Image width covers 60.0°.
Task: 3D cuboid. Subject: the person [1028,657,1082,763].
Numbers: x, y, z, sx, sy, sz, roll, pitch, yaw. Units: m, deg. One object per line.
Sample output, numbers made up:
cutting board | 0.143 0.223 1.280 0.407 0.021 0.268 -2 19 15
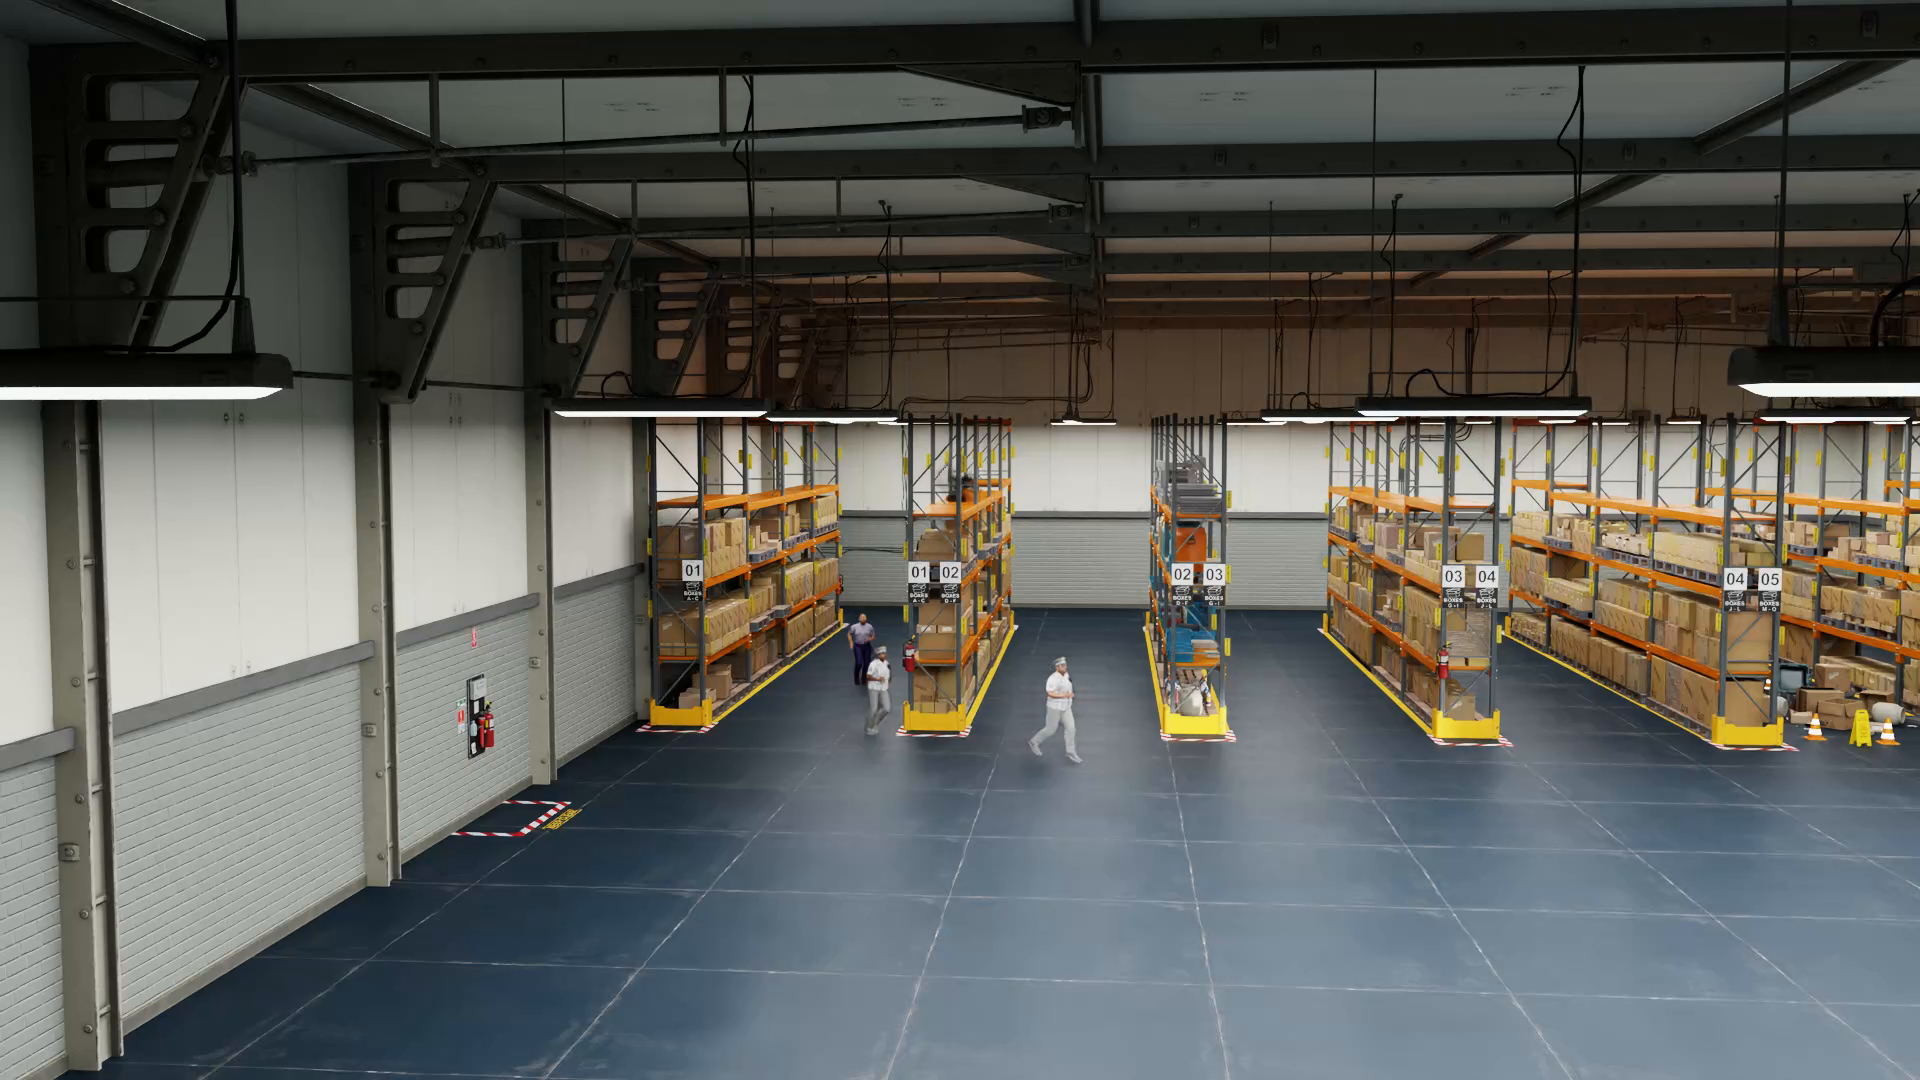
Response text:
person | 1.674 2.903 28.699 0.984 1.813 0.672 3 5 42

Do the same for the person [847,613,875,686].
person | -2.152 2.416 36.671 0.585 1.613 0.629 -1 4 -14

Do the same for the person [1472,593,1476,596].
person | 13.827 1.883 44.040 0.683 1.781 0.780 0 4 5

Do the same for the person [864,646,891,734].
person | -1.469 2.805 31.048 0.588 1.667 0.616 -3 5 -35
